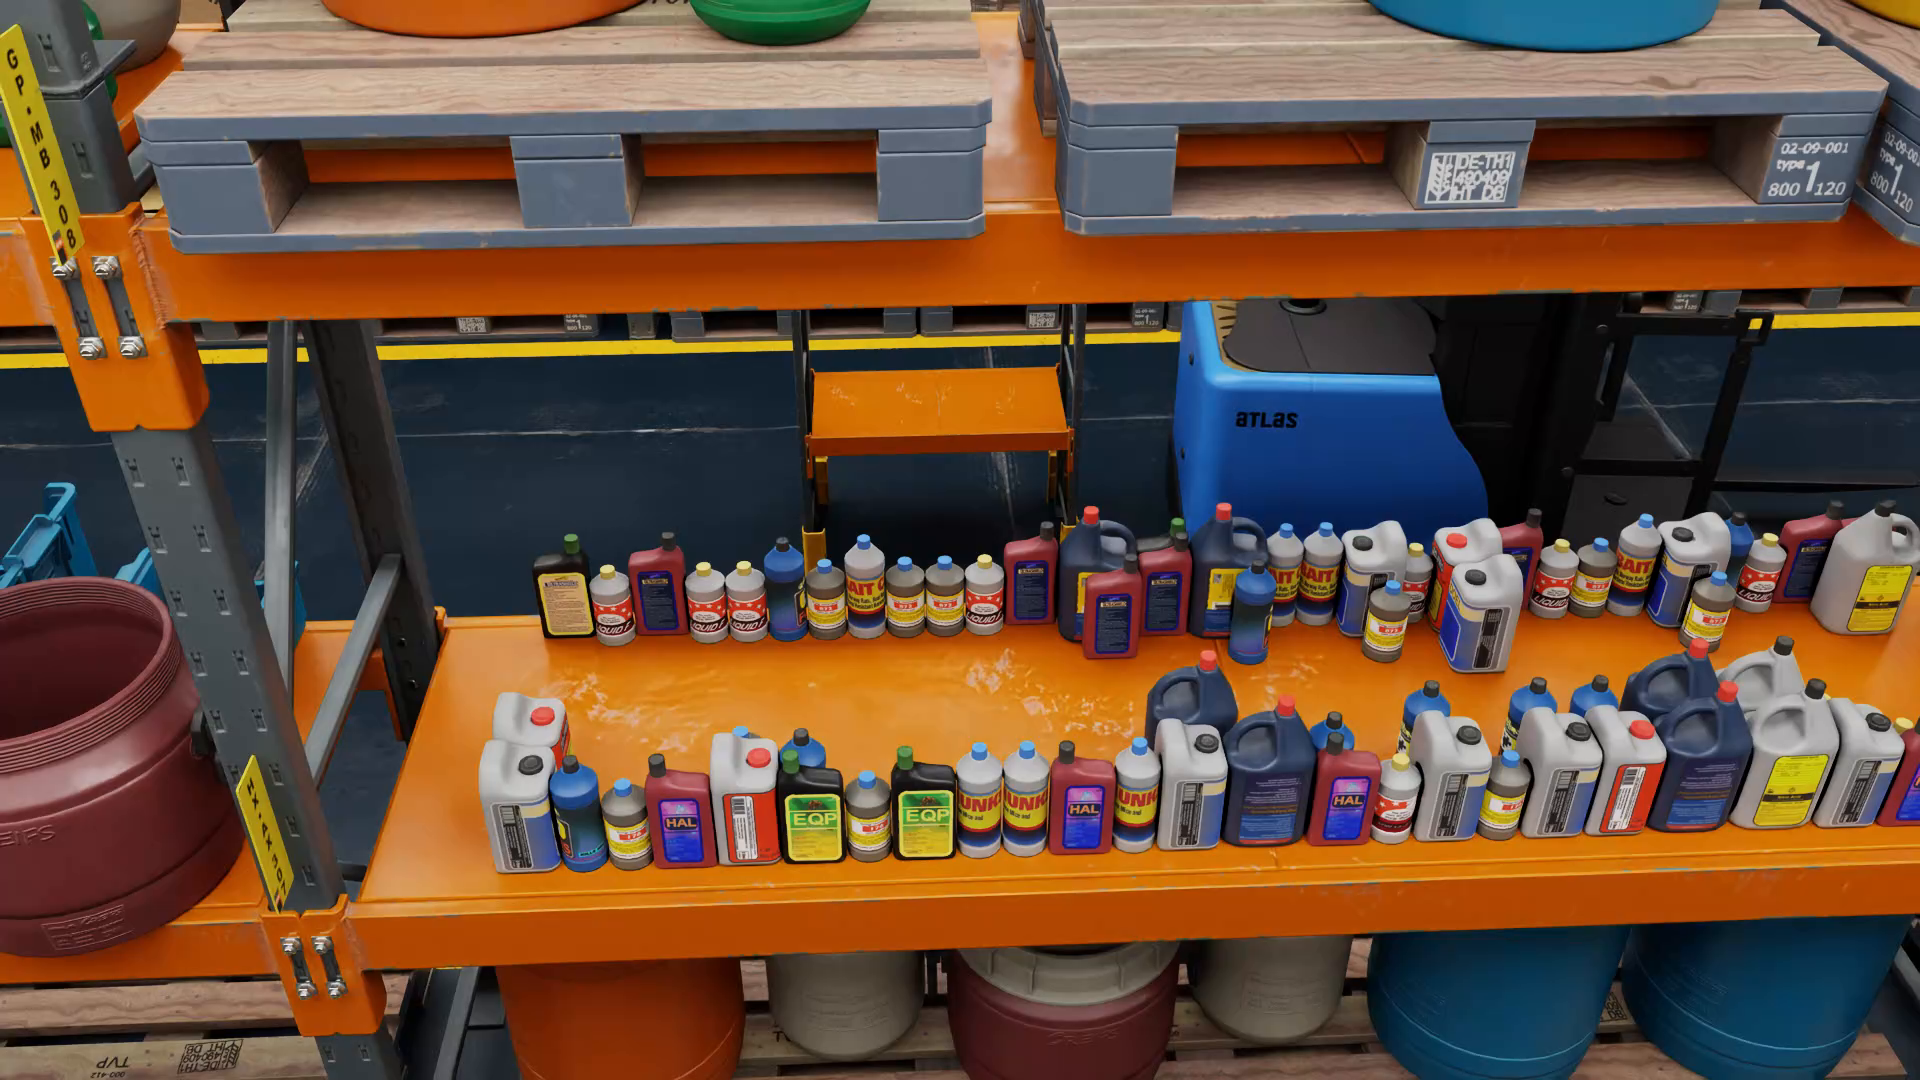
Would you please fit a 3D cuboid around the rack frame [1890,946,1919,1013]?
[{"bbox_3d":[2.645,0.209,3.812,0.127,3.000,1.000,-2,35,-2],"label":"rack frame"}]

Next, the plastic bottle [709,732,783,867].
[{"bbox_3d":[-0.441,0.528,3.461,0.135,0.276,0.152,-2,35,-2],"label":"plastic bottle"}]

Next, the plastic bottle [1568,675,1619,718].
[{"bbox_3d":[1.373,0.410,3.635,0.097,0.271,0.097,0,35,0],"label":"plastic bottle"}]

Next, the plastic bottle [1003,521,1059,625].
[{"bbox_3d":[0.175,0.081,4.100,0.133,0.283,0.061,-2,35,-2],"label":"plastic bottle"}]

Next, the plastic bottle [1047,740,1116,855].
[{"bbox_3d":[0.253,0.532,3.448,0.133,0.283,0.061,-2,35,-2],"label":"plastic bottle"}]

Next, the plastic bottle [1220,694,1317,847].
[{"bbox_3d":[0.642,0.470,3.478,0.185,0.351,0.144,-2,35,-2],"label":"plastic bottle"}]

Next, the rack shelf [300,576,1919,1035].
[{"bbox_3d":[0.647,0.559,3.939,4.000,0.370,1.077,-2,35,-2],"label":"rack shelf"}]

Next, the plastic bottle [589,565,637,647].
[{"bbox_3d":[-0.851,0.153,4.068,0.097,0.201,0.097,0,35,0],"label":"plastic bottle"}]

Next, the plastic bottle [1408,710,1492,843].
[{"bbox_3d":[1.031,0.488,3.518,0.135,0.276,0.152,-2,35,-2],"label":"plastic bottle"}]

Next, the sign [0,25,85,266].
[{"bbox_3d":[-1.318,-0.561,2.381,0.005,0.325,0.100,-2,35,-2],"label":"sign"}]

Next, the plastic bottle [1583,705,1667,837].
[{"bbox_3d":[1.398,0.478,3.532,0.135,0.276,0.152,-2,35,-2],"label":"plastic bottle"}]

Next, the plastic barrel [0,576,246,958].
[{"bbox_3d":[-1.800,0.446,3.350,0.708,0.536,0.600,-2,35,-2],"label":"plastic barrel"}]

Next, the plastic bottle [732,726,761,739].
[{"bbox_3d":[-0.466,0.488,3.584,0.097,0.201,0.097,0,35,0],"label":"plastic bottle"}]

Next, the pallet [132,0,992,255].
[{"bbox_3d":[-0.582,-0.804,2.806,1.213,0.211,1.003,-2,35,-2],"label":"pallet"}]

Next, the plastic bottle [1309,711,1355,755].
[{"bbox_3d":[0.781,0.477,3.537,0.097,0.271,0.097,0,35,0],"label":"plastic bottle"}]

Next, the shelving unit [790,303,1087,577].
[{"bbox_3d":[-0.076,-0.615,6.320,1.083,1.500,0.587,-2,35,-2],"label":"shelving unit"}]

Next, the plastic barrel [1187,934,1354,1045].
[{"bbox_3d":[0.825,1.048,4.417,0.421,0.512,0.421,0,35,0],"label":"plastic barrel"}]

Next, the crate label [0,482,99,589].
[{"bbox_3d":[-2.356,0.175,3.830,0.616,0.435,0.502,-2,35,-2],"label":"crate label"}]

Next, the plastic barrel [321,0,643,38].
[{"bbox_3d":[-0.784,-1.279,2.580,0.708,0.830,0.600,-2,35,-2],"label":"plastic barrel"}]

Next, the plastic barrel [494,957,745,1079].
[{"bbox_3d":[-0.863,1.014,4.187,0.708,0.830,0.600,-2,35,-2],"label":"plastic barrel"}]

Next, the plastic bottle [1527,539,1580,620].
[{"bbox_3d":[1.487,0.089,4.159,0.097,0.201,0.097,0,35,0],"label":"plastic bottle"}]

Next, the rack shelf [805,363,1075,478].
[{"bbox_3d":[-0.085,-0.467,6.422,1.000,0.185,0.538,-2,35,-2],"label":"rack shelf"}]

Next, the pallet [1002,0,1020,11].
[{"bbox_3d":[0.361,-2.475,7.859,1.213,0.211,1.003,-2,35,-2],"label":"pallet"}]

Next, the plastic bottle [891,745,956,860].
[{"bbox_3d":[-0.075,0.541,3.435,0.133,0.283,0.061,-2,35,-2],"label":"plastic bottle"}]

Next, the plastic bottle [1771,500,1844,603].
[{"bbox_3d":[2.125,0.028,4.176,0.133,0.283,0.061,-2,35,-2],"label":"plastic bottle"}]

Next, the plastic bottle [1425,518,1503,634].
[{"bbox_3d":[1.239,0.081,4.106,0.135,0.276,0.152,-2,35,-2],"label":"plastic bottle"}]

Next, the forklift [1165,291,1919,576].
[{"bbox_3d":[2.361,-1.126,5.802,3.031,2.935,1.130,1,35,2],"label":"forklift"}]

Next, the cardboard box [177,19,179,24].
[{"bbox_3d":[-3.783,-2.471,7.597,0.500,0.500,0.500,-1,35,-2],"label":"cardboard box"}]

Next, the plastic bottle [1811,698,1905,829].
[{"bbox_3d":[1.901,0.464,3.552,0.135,0.276,0.152,-2,35,-2],"label":"plastic bottle"}]

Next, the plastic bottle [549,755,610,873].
[{"bbox_3d":[-0.786,0.554,3.426,0.097,0.271,0.097,0,35,0],"label":"plastic bottle"}]

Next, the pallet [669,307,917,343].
[{"bbox_3d":[-0.834,-1.351,8.516,1.213,0.211,1.003,-2,35,-2],"label":"pallet"}]

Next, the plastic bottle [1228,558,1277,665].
[{"bbox_3d":[0.703,0.164,3.990,0.097,0.271,0.097,0,35,0],"label":"plastic bottle"}]

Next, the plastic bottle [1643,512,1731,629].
[{"bbox_3d":[1.799,0.066,4.128,0.135,0.276,0.152,-2,35,-2],"label":"plastic bottle"}]

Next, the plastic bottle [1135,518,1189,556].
[{"bbox_3d":[0.492,0.072,4.112,0.133,0.283,0.061,-2,35,-2],"label":"plastic bottle"}]

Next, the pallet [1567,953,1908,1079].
[{"bbox_3d":[1.872,1.353,4.610,1.213,0.211,1.003,-2,35,-2],"label":"pallet"}]

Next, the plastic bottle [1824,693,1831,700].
[{"bbox_3d":[1.877,0.425,3.675,0.097,0.201,0.097,0,35,0],"label":"plastic bottle"}]

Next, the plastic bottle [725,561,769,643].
[{"bbox_3d":[-0.523,0.144,4.081,0.097,0.201,0.097,0,35,0],"label":"plastic bottle"}]

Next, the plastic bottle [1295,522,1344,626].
[{"bbox_3d":[0.891,0.077,4.116,0.097,0.271,0.097,0,35,0],"label":"plastic bottle"}]

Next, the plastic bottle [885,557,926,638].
[{"bbox_3d":[-0.134,0.133,4.096,0.097,0.201,0.097,0,35,0],"label":"plastic bottle"}]

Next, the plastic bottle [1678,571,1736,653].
[{"bbox_3d":[1.823,0.167,4.047,0.097,0.201,0.097,0,35,0],"label":"plastic bottle"}]

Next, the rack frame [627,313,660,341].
[{"bbox_3d":[-1.582,-2.499,7.725,0.127,3.000,1.000,-2,35,-2],"label":"rack frame"}]

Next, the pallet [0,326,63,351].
[{"bbox_3d":[-4.843,-1.286,8.423,1.213,0.211,1.003,-2,35,-2],"label":"pallet"}]
